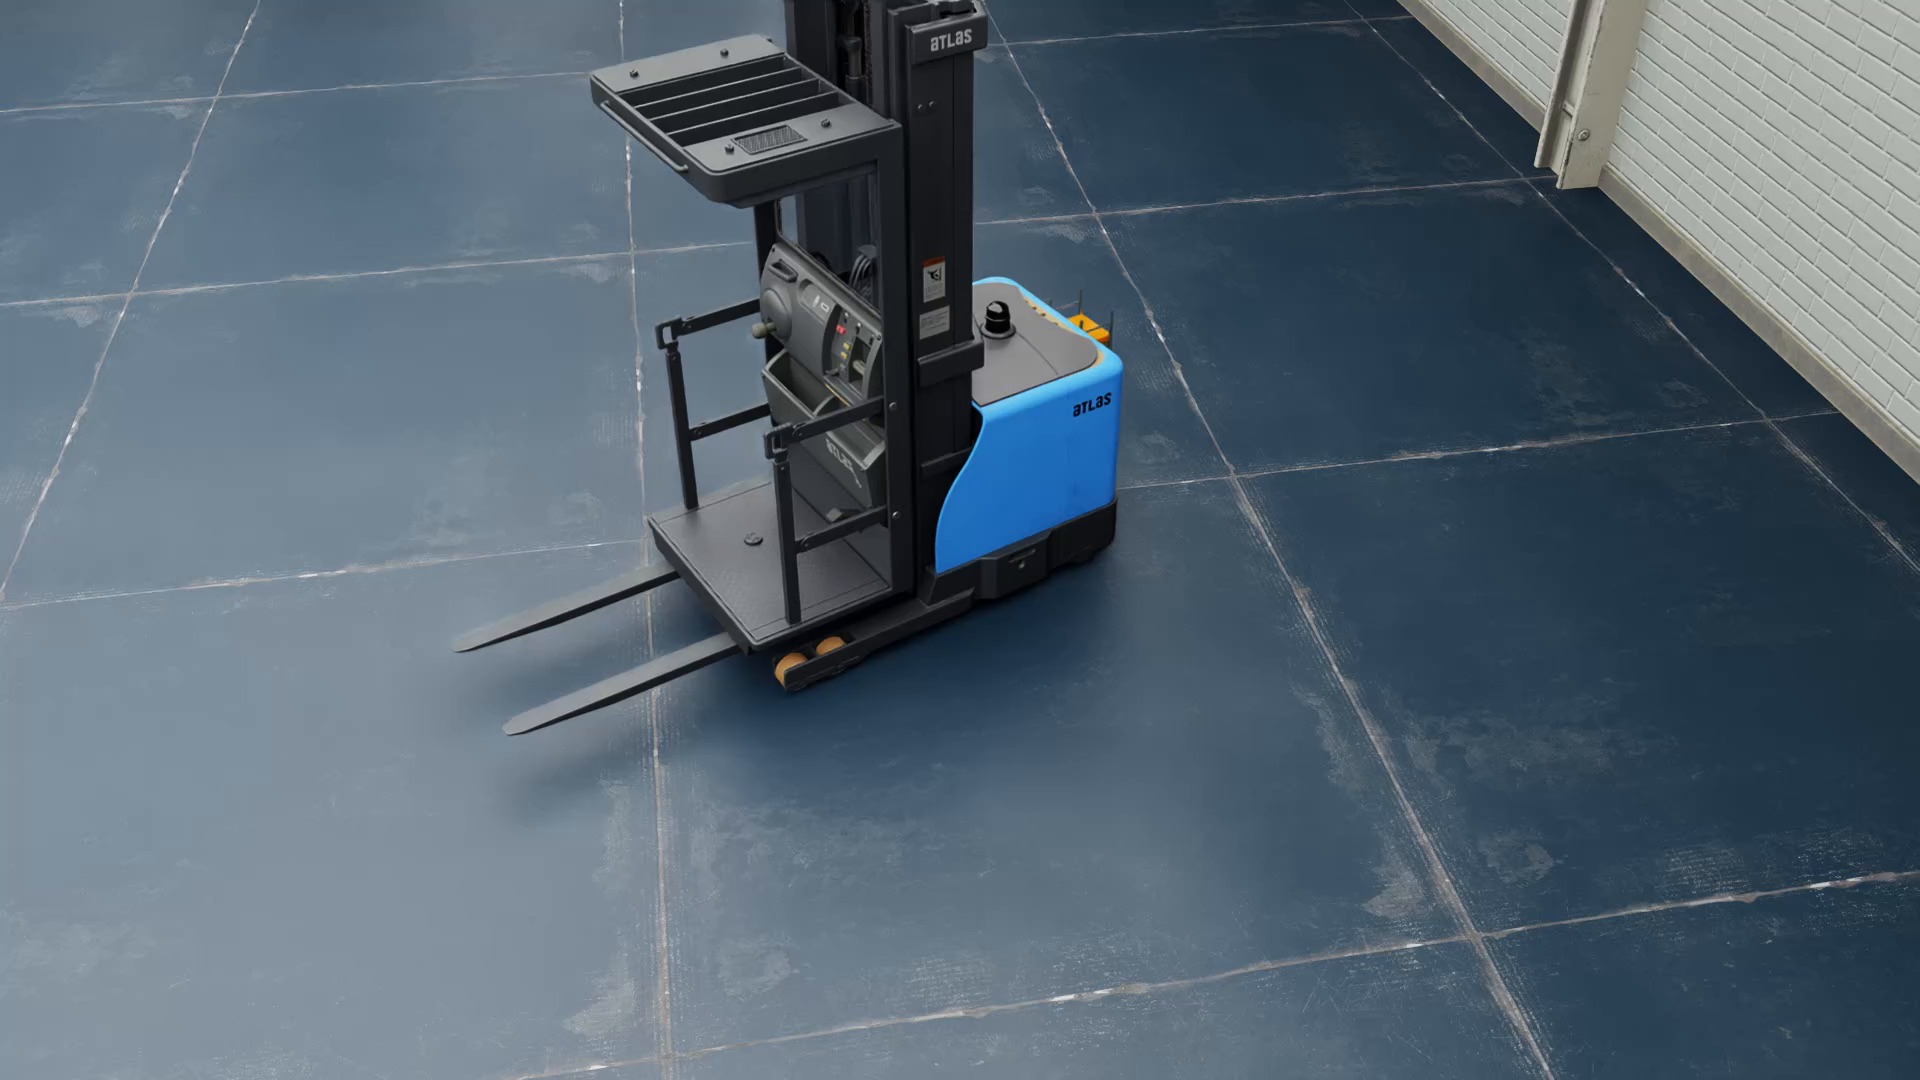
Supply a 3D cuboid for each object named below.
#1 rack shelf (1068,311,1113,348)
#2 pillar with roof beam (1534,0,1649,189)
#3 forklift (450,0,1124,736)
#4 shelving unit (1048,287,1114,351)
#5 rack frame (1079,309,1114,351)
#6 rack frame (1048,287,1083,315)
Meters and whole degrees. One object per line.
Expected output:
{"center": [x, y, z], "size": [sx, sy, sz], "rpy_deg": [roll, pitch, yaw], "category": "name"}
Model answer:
{"center": [0.574, -0.919, 8.031], "size": [0.215, 0.259, 0.240], "rpy_deg": [-23, 43, -26], "category": "rack shelf"}
{"center": [-0.088, -5.586, 8.005], "size": [9.100, 9.000, 0.400], "rpy_deg": [-6, 38, -8], "category": "pillar with roof beam"}
{"center": [-0.762, -0.867, 6.876], "size": [3.031, 2.935, 1.130], "rpy_deg": [-22, 43, -26], "category": "forklift"}
{"center": [0.574, -0.703, 8.199], "size": [0.215, 1.050, 0.252], "rpy_deg": [-23, 43, -26], "category": "shelving unit"}
{"center": [0.643, -0.641, 8.119], "size": [0.200, 1.050, 0.008], "rpy_deg": [-23, 43, -26], "category": "rack frame"}
{"center": [0.505, -0.765, 8.279], "size": [0.200, 1.050, 0.008], "rpy_deg": [-23, 43, -26], "category": "rack frame"}
